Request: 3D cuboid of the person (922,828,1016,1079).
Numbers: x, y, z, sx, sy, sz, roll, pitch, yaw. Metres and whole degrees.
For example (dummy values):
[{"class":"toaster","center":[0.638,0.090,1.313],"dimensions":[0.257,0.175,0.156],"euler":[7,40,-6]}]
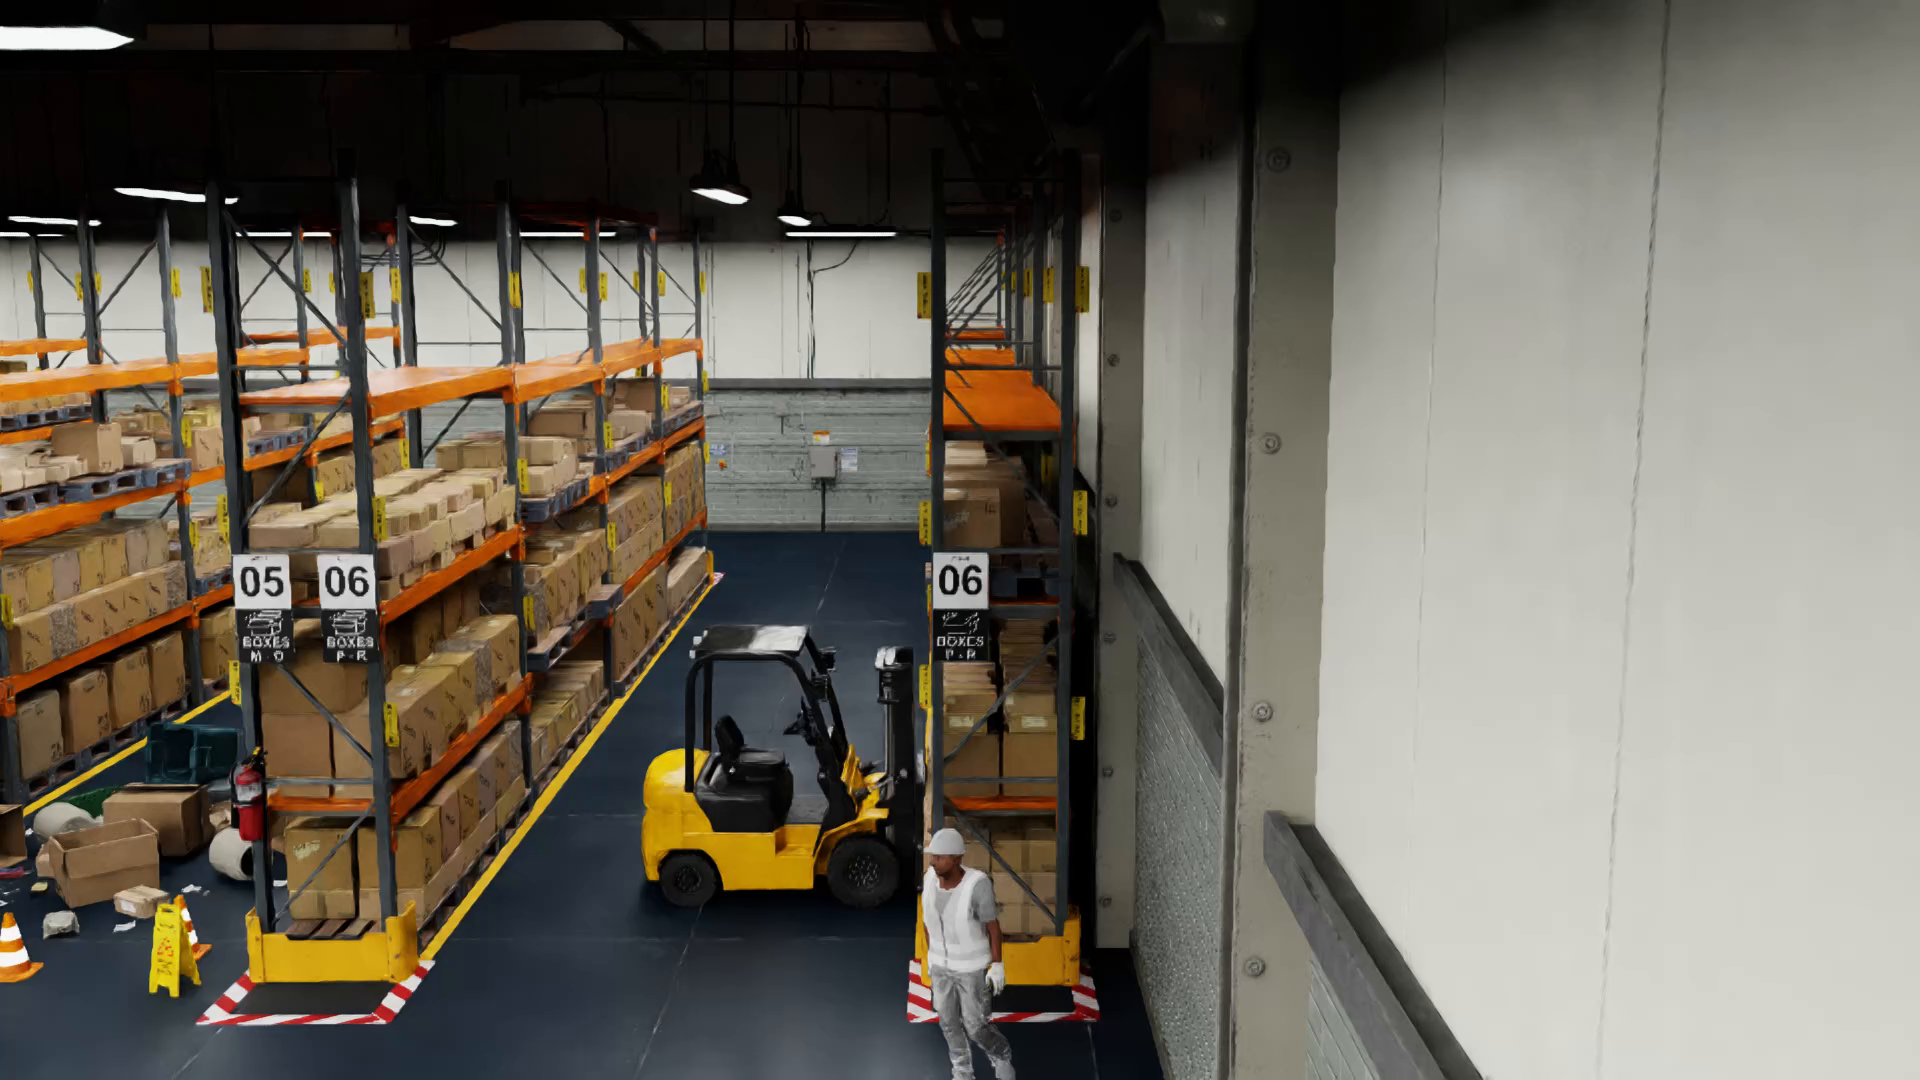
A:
[{"class":"person","center":[0.042,2.644,10.453],"dimensions":[0.603,1.777,0.575],"euler":[7,11,36]}]
